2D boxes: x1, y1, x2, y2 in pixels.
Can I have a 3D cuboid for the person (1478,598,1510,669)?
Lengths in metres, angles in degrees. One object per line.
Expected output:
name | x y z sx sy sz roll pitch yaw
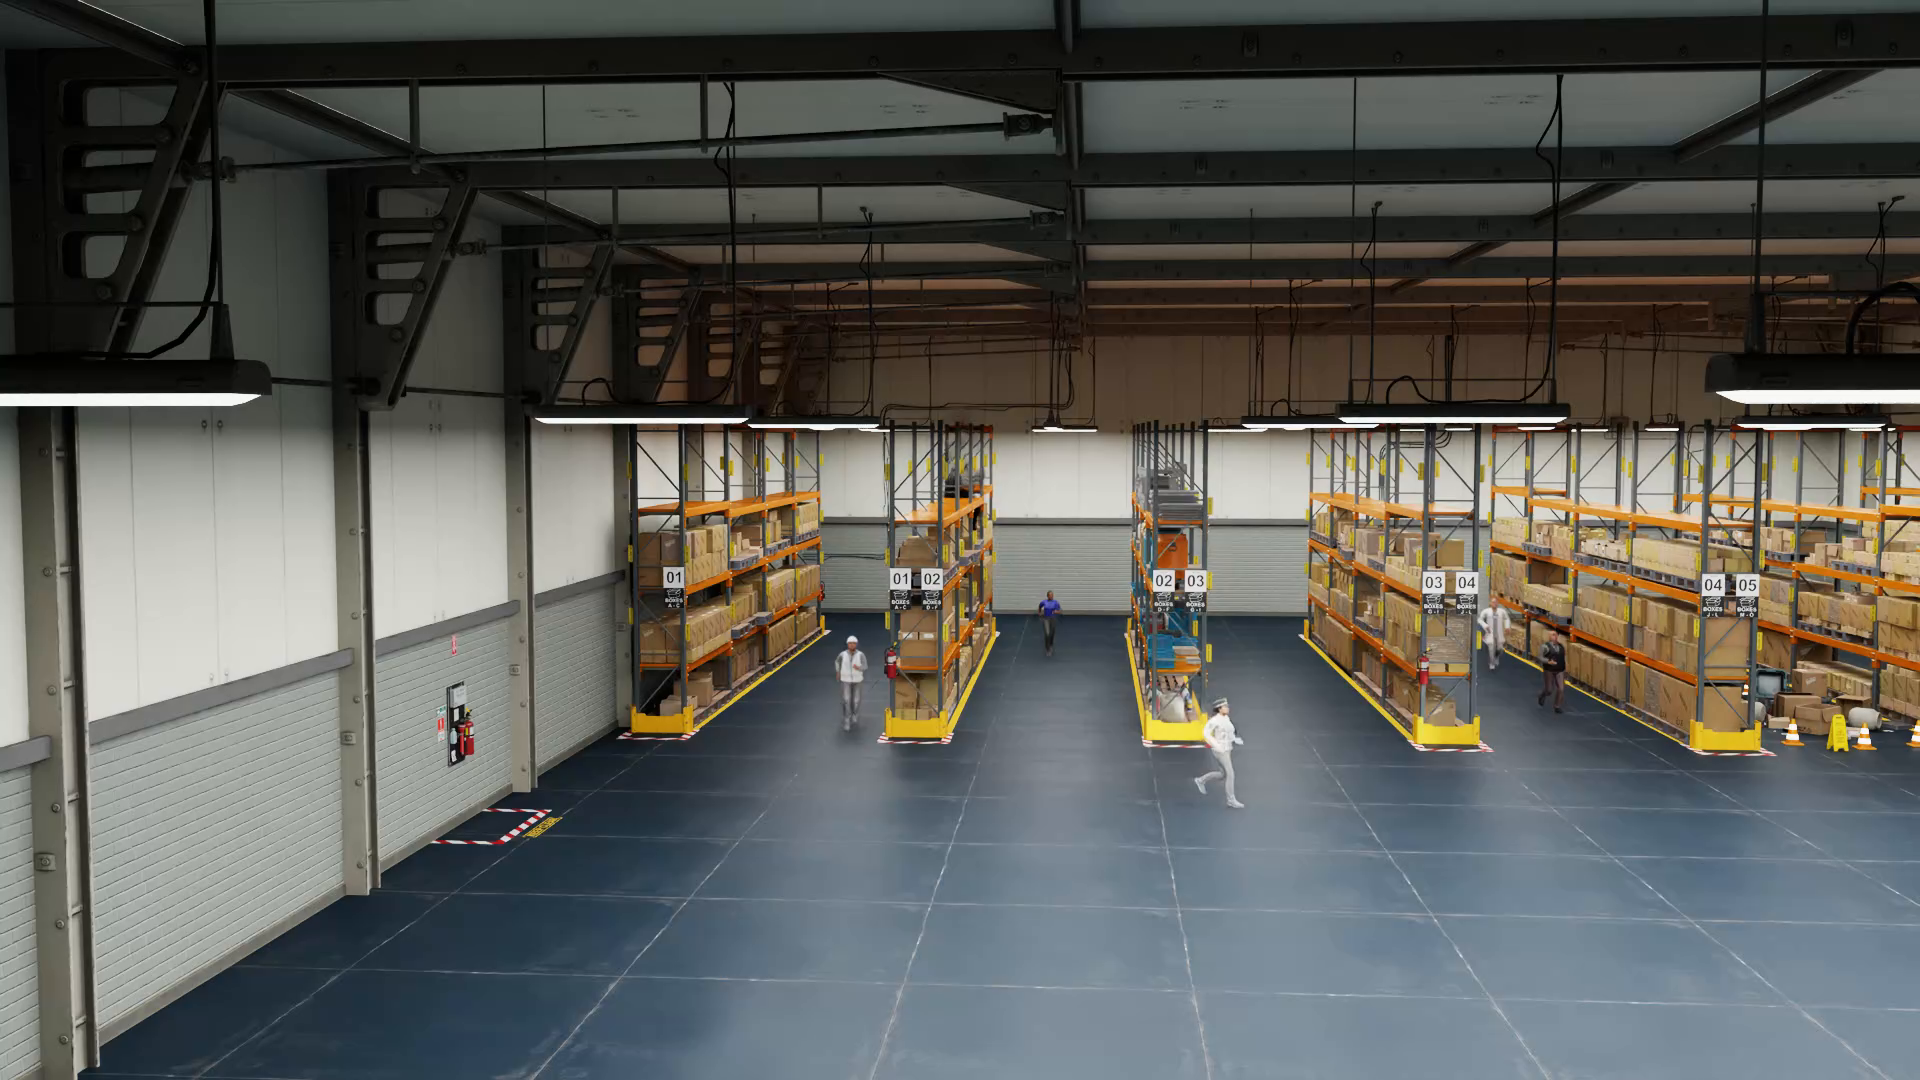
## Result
person | 13.041 2.284 40.577 0.759 1.729 0.660 0 4 7

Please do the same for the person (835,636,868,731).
person | -2.115 2.785 32.447 0.617 1.833 0.767 0 4 -7

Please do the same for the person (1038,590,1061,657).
person | 2.332 2.154 43.178 0.547 1.704 0.863 0 4 -7

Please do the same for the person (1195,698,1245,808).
person | 4.003 3.268 25.686 0.843 1.696 0.618 2 4 30

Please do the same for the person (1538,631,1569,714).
person | 12.246 2.709 34.310 0.669 1.688 0.789 0 4 -6
